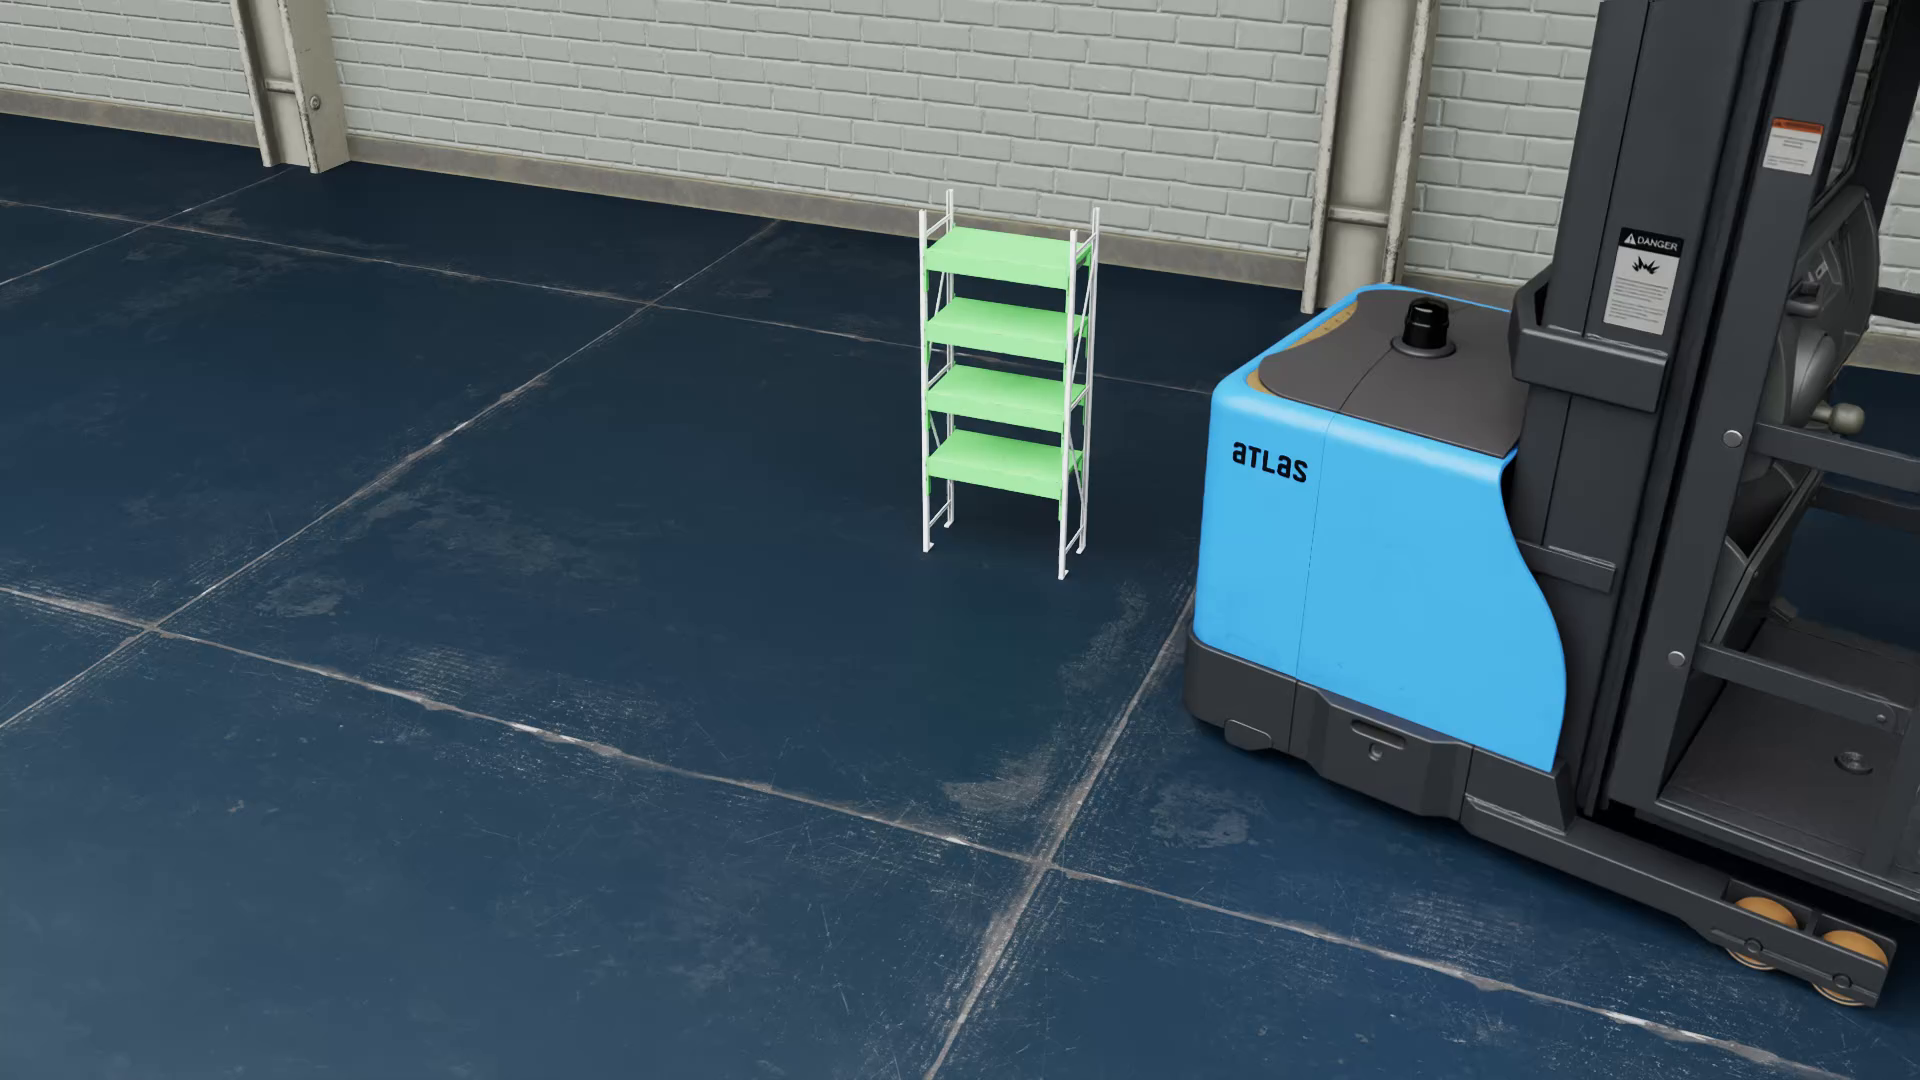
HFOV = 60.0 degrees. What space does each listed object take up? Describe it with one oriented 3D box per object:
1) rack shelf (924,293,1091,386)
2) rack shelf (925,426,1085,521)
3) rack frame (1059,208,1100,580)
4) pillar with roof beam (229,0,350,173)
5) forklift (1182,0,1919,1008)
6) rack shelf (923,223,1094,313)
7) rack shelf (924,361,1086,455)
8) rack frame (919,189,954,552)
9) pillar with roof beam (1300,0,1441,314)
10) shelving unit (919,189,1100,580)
[{"bbox_3d":[0.153,-0.645,5.314,0.480,0.148,0.258,11,31,19],"label":"rack shelf"},{"bbox_3d":[0.153,-0.227,5.550,0.480,0.148,0.258,11,31,19],"label":"rack shelf"},{"bbox_3d":[0.379,-0.447,5.321,0.015,1.200,0.240,11,31,19],"label":"rack frame"},{"bbox_3d":[-5.384,-4.138,3.926,0.400,9.000,9.100,11,31,19],"label":"pillar with roof beam"},{"bbox_3d":[2.124,-0.499,3.654,3.031,2.935,1.130,20,35,31],"label":"forklift"},{"bbox_3d":[0.153,-0.854,5.196,0.480,0.148,0.258,11,31,19],"label":"rack shelf"},{"bbox_3d":[0.153,-0.436,5.432,0.480,0.148,0.258,11,31,19],"label":"rack shelf"},{"bbox_3d":[-0.073,-0.537,5.480,0.015,1.200,0.240,11,31,19],"label":"rack frame"},{"bbox_3d":[0.176,-3.028,1.963,0.400,9.000,9.100,11,31,19],"label":"pillar with roof beam"},{"bbox_3d":[0.153,-0.492,5.401,0.503,1.200,0.258,11,31,19],"label":"shelving unit"}]
